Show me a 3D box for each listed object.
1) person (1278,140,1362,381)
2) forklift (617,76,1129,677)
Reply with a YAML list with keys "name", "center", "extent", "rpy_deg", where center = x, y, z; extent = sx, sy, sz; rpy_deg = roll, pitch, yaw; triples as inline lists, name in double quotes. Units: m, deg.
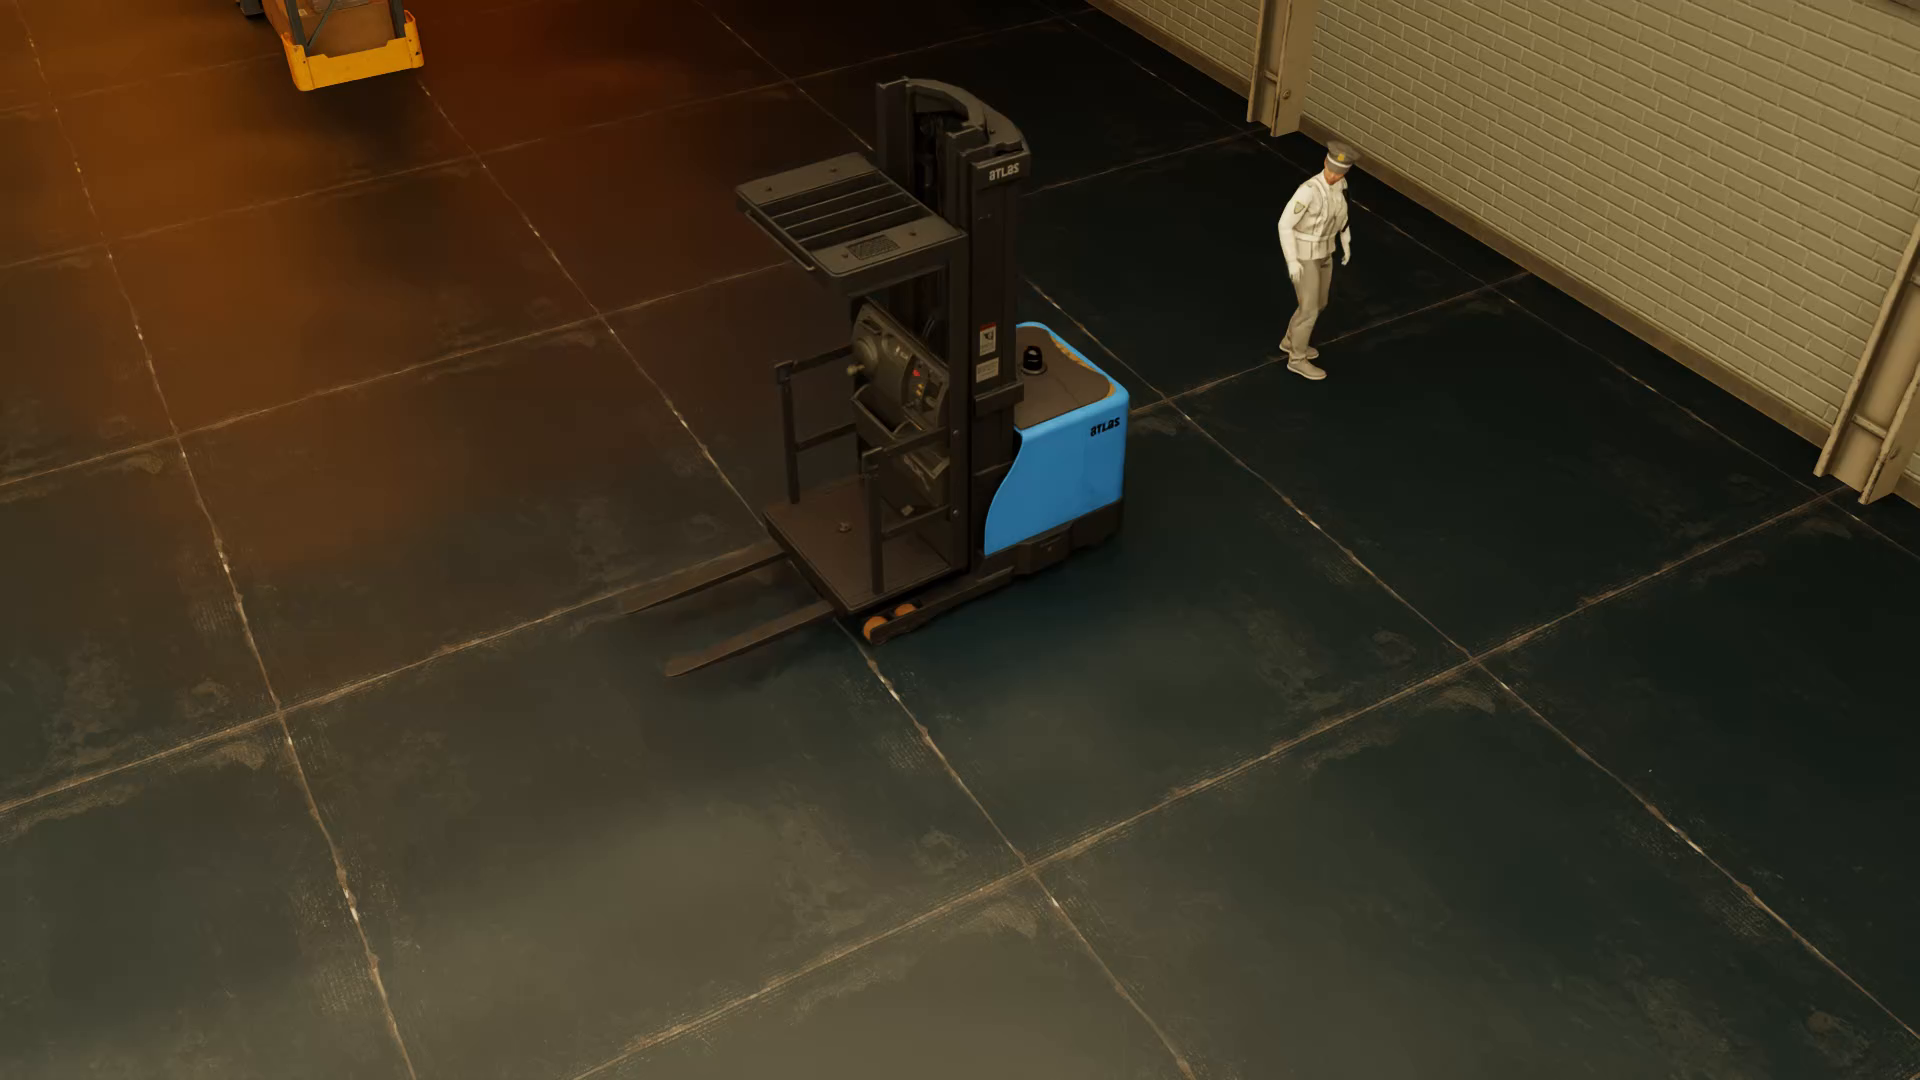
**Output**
- name: "person"
  center: [2.477, -1.923, 11.359]
  extent: [0.468, 1.654, 0.693]
  rpy_deg: [28, 47, 30]
- name: "forklift"
  center: [-0.509, -0.911, 9.135]
  extent: [3.031, 2.935, 1.130]
  rpy_deg: [-22, 45, -25]
